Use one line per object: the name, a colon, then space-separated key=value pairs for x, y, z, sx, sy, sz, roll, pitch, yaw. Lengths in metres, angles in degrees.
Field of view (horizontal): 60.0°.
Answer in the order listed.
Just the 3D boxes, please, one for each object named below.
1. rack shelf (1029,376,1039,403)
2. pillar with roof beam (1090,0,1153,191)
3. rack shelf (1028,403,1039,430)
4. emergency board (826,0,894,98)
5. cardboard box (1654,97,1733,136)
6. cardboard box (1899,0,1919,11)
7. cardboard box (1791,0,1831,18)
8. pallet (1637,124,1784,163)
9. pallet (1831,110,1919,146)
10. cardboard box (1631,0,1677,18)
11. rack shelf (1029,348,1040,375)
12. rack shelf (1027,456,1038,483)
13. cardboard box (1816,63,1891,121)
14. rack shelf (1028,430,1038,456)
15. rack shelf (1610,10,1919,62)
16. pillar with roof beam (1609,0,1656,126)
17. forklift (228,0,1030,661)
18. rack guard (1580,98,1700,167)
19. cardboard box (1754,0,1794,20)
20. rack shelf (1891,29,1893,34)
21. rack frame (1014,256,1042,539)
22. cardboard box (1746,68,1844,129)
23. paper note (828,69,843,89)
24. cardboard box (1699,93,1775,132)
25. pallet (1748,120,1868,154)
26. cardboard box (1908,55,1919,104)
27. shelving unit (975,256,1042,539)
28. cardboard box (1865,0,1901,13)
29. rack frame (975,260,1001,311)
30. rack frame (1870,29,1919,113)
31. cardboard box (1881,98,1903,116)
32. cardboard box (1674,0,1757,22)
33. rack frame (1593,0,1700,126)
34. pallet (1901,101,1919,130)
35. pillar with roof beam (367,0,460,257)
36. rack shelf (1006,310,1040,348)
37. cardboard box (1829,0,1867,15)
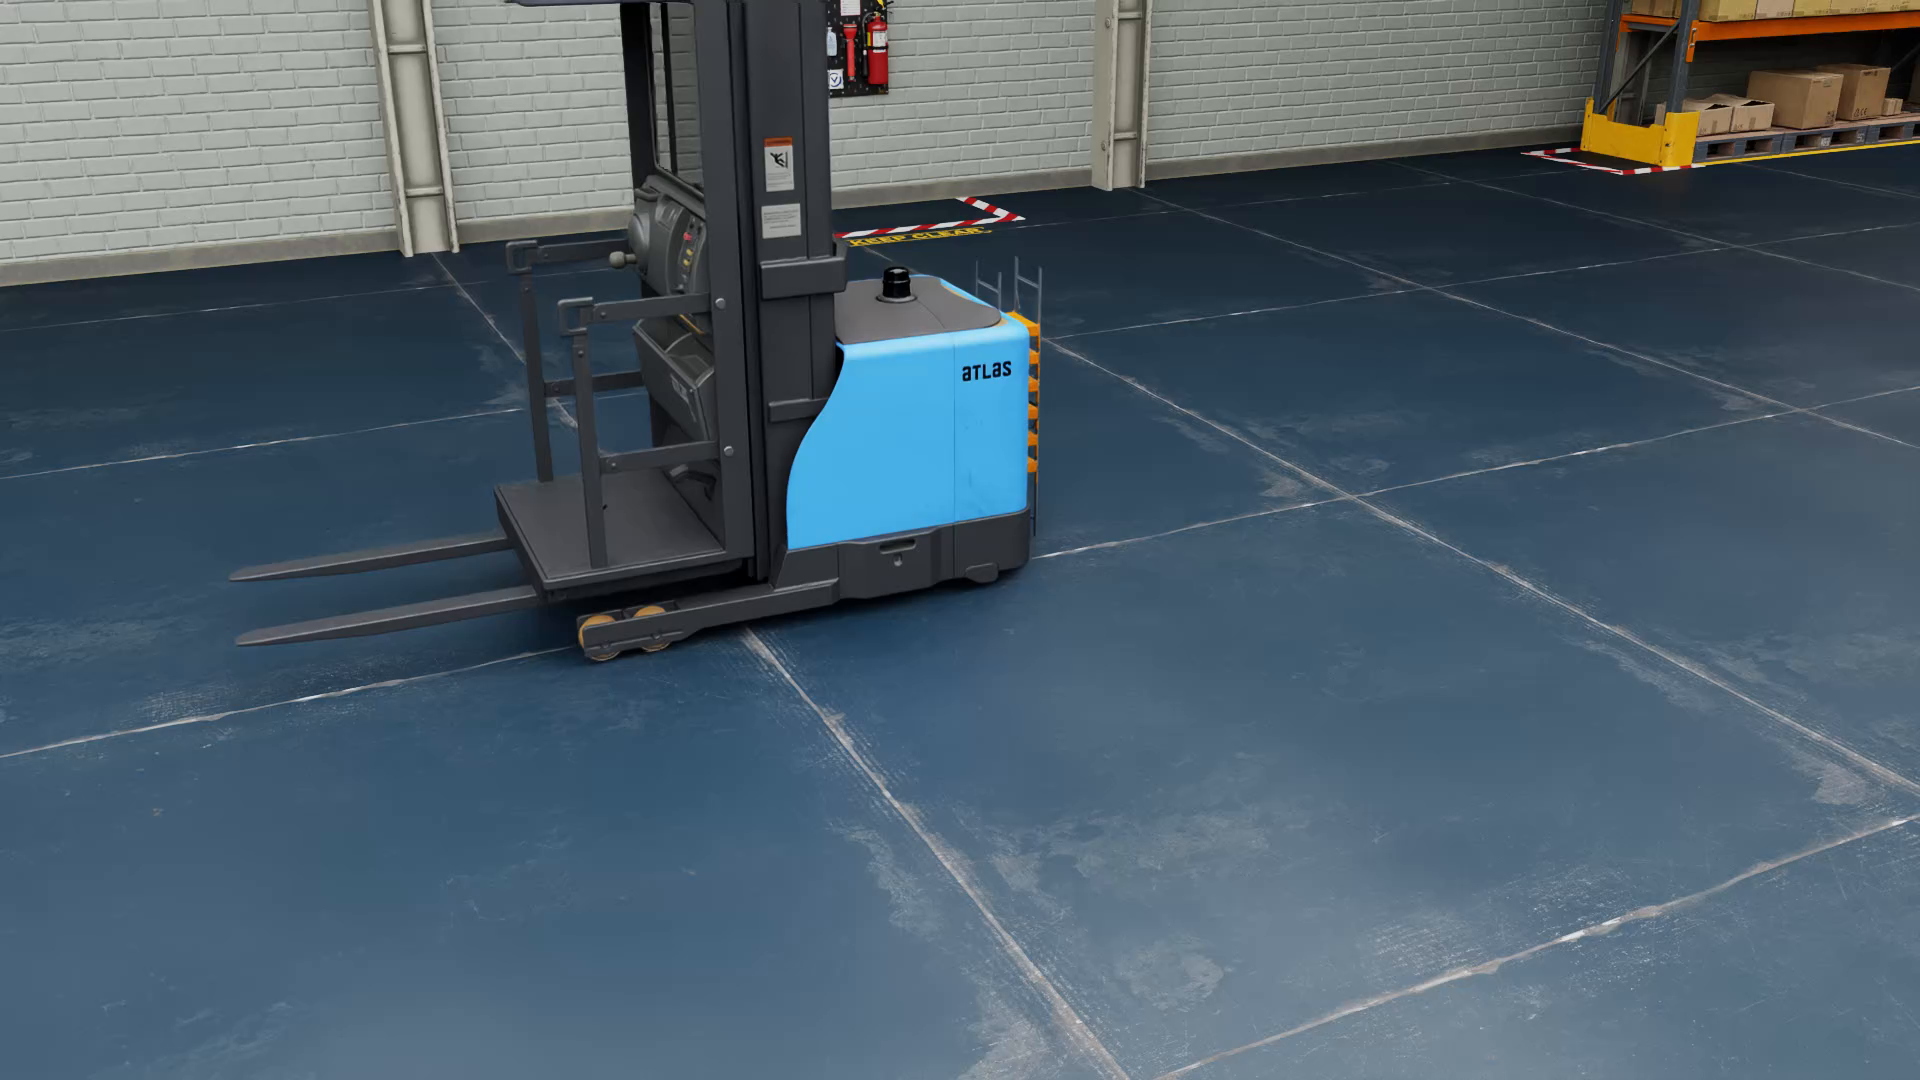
rack shelf: x=0.199 y=-0.656 z=7.068 sx=0.180 sy=0.103 sz=0.258 roll=-10 pitch=24 yaw=-22
pillar with roof beam: x=3.280 y=-5.850 z=9.617 sx=0.400 sy=9.000 sz=9.100 roll=-10 pitch=25 yaw=-24
rack shelf: x=0.199 y=-0.545 z=7.114 sx=0.180 sy=0.103 sz=0.258 roll=-10 pitch=24 yaw=-22
emergency board: x=-0.831 y=-4.165 z=13.390 sx=0.643 sy=1.169 sz=0.194 roll=-10 pitch=25 yaw=-24
cardboard box: x=7.226 y=-4.187 z=16.384 sx=0.500 sy=0.311 sz=0.500 roll=-14 pitch=26 yaw=-30
cardboard box: x=9.420 y=-5.483 z=16.745 sx=0.500 sy=0.250 sz=0.500 roll=-10 pitch=25 yaw=-23
cardboard box: x=8.064 y=-5.228 z=16.127 sx=0.500 sy=0.250 sz=0.500 roll=-11 pitch=25 yaw=-24
pallet: x=7.379 y=-3.989 z=16.612 sx=1.213 sy=0.211 sz=1.003 roll=-10 pitch=25 yaw=-24
pallet: x=9.578 y=-4.394 z=17.590 sx=1.213 sy=0.211 sz=1.003 roll=-10 pitch=25 yaw=-24
cardboard box: x=6.900 y=-5.227 z=16.125 sx=0.500 sy=0.250 sz=0.500 roll=-10 pitch=25 yaw=-23
rack shelf: x=0.199 y=-0.767 z=7.022 sx=0.180 sy=0.103 sz=0.258 roll=-10 pitch=24 yaw=-22
rack shelf: x=0.199 y=-0.323 z=7.205 sx=0.180 sy=0.103 sz=0.258 roll=-10 pitch=24 yaw=-22
cardboard box: x=9.250 y=-4.669 z=17.299 sx=0.500 sy=0.500 sz=0.500 roll=-12 pitch=26 yaw=-28
rack shelf: x=0.199 y=-0.434 z=7.160 sx=0.180 sy=0.103 sz=0.258 roll=-10 pitch=24 yaw=-22
rack shelf: x=8.365 y=-5.142 z=16.691 sx=4.000 sy=0.370 sz=1.077 roll=-10 pitch=25 yaw=-24
pillar with roof beam: x=8.686 y=-6.845 z=12.021 sx=0.400 sy=9.000 sz=9.100 roll=-10 pitch=25 yaw=-24
forklift: x=-1.276 y=-1.136 z=6.163 sx=3.031 sy=2.935 sz=1.130 roll=-10 pitch=24 yaw=-22
rack guard: x=6.632 y=-4.000 z=16.260 sx=0.348 sy=0.500 sz=1.175 roll=-10 pitch=25 yaw=-24
cardboard box: x=7.602 y=-5.145 z=15.928 sx=0.500 sy=0.250 sz=0.500 roll=-11 pitch=25 yaw=-25
rack shelf: x=11.970 y=-5.806 z=18.294 sx=4.000 sy=0.370 sz=1.077 roll=-10 pitch=25 yaw=-24
rack frame: x=0.282 y=-0.600 z=7.131 sx=0.006 sy=1.200 sz=0.240 roll=-10 pitch=24 yaw=-22
cardboard box: x=8.422 y=-4.474 z=16.829 sx=0.500 sy=0.500 sz=0.700 roll=-12 pitch=25 yaw=-27
paper note: x=-1.020 y=-3.752 z=13.545 sx=0.142 sy=0.148 sz=0.016 roll=-10 pitch=25 yaw=-24
cardboard box: x=7.739 y=-4.282 z=16.613 sx=0.500 sy=0.311 sz=0.500 roll=-8 pitch=24 yaw=-19
pallet: x=8.477 y=-4.190 z=17.097 sx=1.213 sy=0.211 sz=1.003 roll=-10 pitch=25 yaw=-24
cardboard box: x=10.824 y=-4.982 z=18.058 sx=0.500 sy=0.500 sz=0.700 roll=-10 pitch=24 yaw=-22
shelving unit: x=0.199 y=-0.586 z=7.097 sx=0.189 sy=1.200 sz=0.258 roll=-10 pitch=24 yaw=-22
cardboard box: x=8.973 y=-5.395 z=16.530 sx=0.500 sy=0.250 sz=0.500 roll=-11 pitch=25 yaw=-24
rack frame: x=0.115 y=-0.572 z=7.062 sx=0.006 sy=1.200 sz=0.240 roll=-10 pitch=24 yaw=-22
rack frame: x=10.168 y=-5.806 z=17.355 sx=0.127 sy=3.000 sz=1.000 roll=-10 pitch=25 yaw=-24
cardboard box: x=9.698 y=-4.601 z=17.573 sx=0.250 sy=0.166 sz=0.380 roll=-14 pitch=26 yaw=-30
cardboard box: x=7.141 y=-5.054 z=15.708 sx=0.500 sy=0.250 sz=0.500 roll=-11 pitch=25 yaw=-25
rack frame: x=6.563 y=-5.143 z=15.752 sx=0.127 sy=3.000 sz=1.000 roll=-10 pitch=25 yaw=-24
pallet: x=10.868 y=-4.647 z=18.201 sx=1.213 sy=0.211 sz=1.003 roll=-10 pitch=25 yaw=-24
pillar with roof beam: x=-2.127 y=-4.855 z=7.212 sx=0.400 sy=9.000 sz=9.100 roll=-10 pitch=25 yaw=-24
rack shelf: x=0.199 y=-0.877 z=6.976 sx=0.180 sy=0.103 sz=0.258 roll=-10 pitch=24 yaw=-22
cardboard box: x=8.520 y=-5.311 z=16.328 sx=0.500 sy=0.250 sz=0.500 roll=-10 pitch=25 yaw=-23
